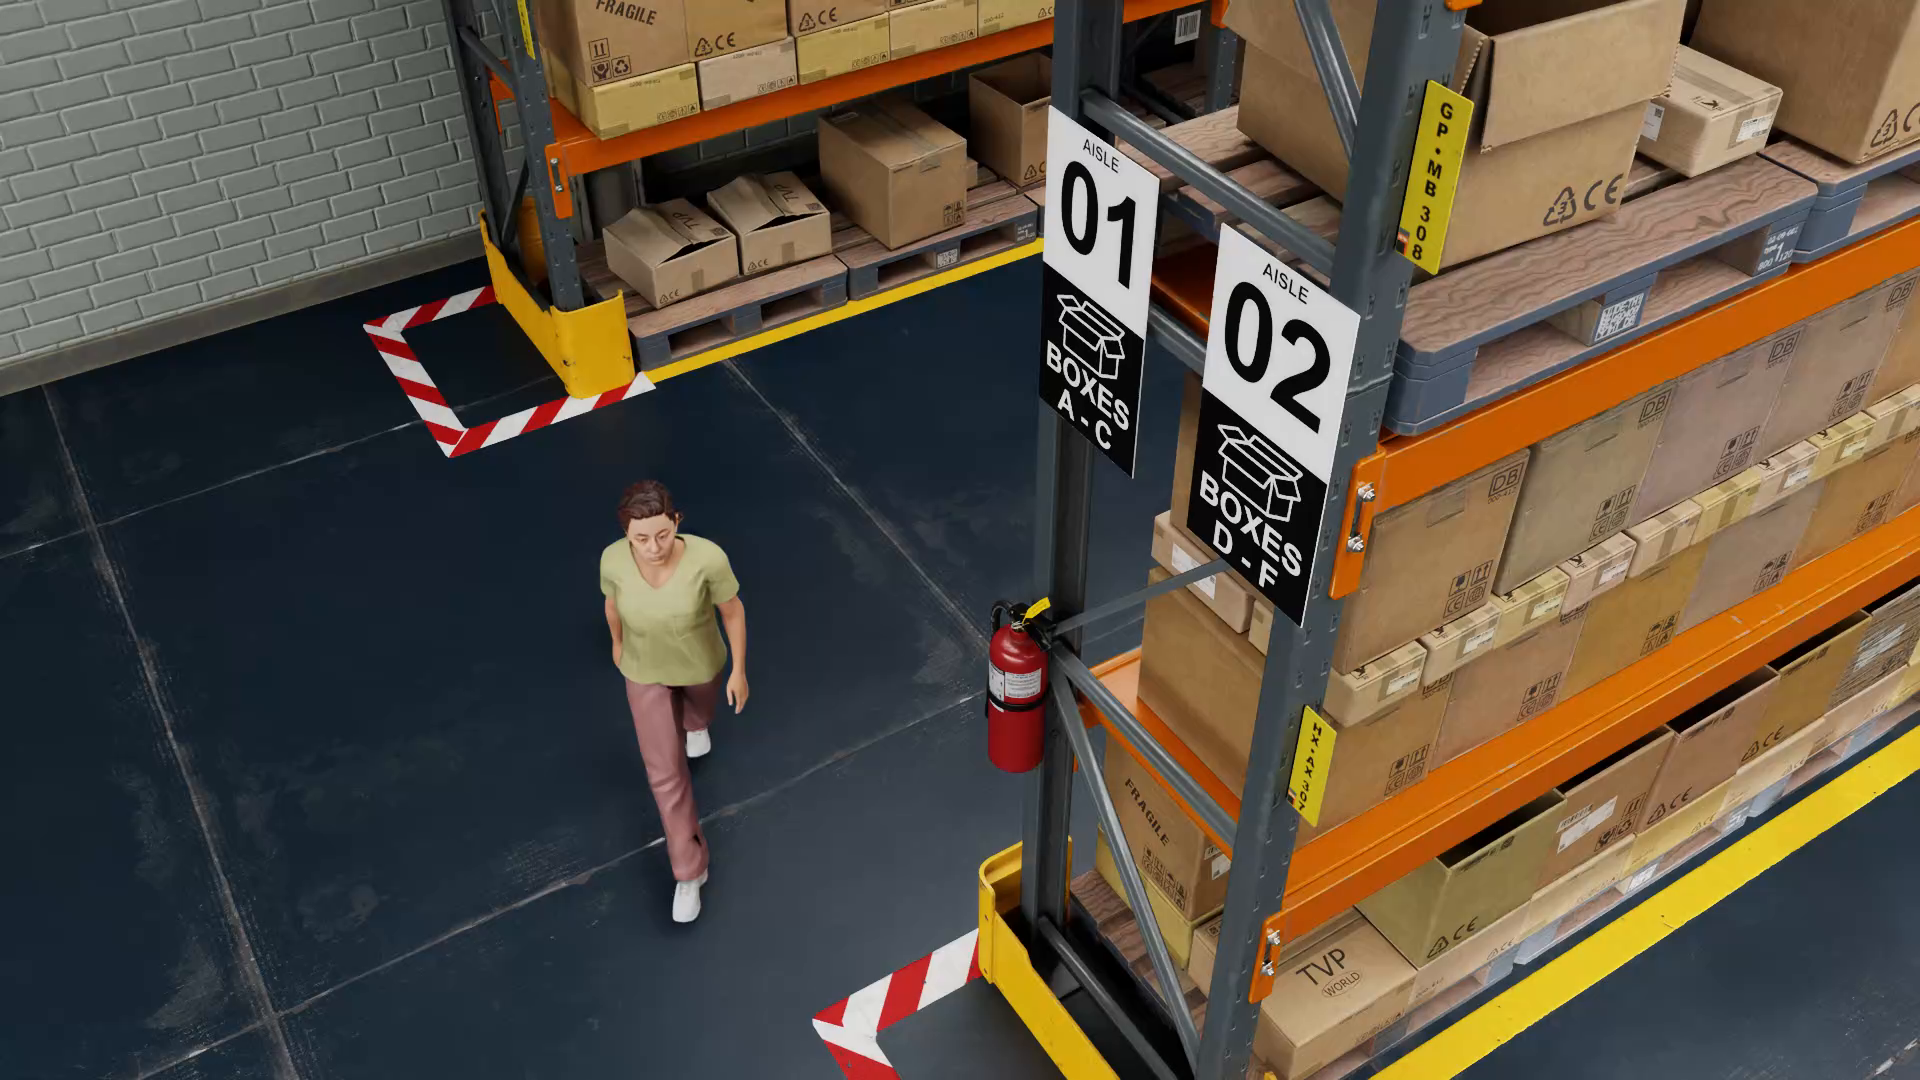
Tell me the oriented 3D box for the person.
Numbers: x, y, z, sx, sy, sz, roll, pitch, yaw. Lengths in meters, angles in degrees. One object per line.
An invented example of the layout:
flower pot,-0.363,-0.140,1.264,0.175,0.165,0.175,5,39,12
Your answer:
person,-0.955,0.420,5.692,0.467,1.610,1.058,-8,42,-9
